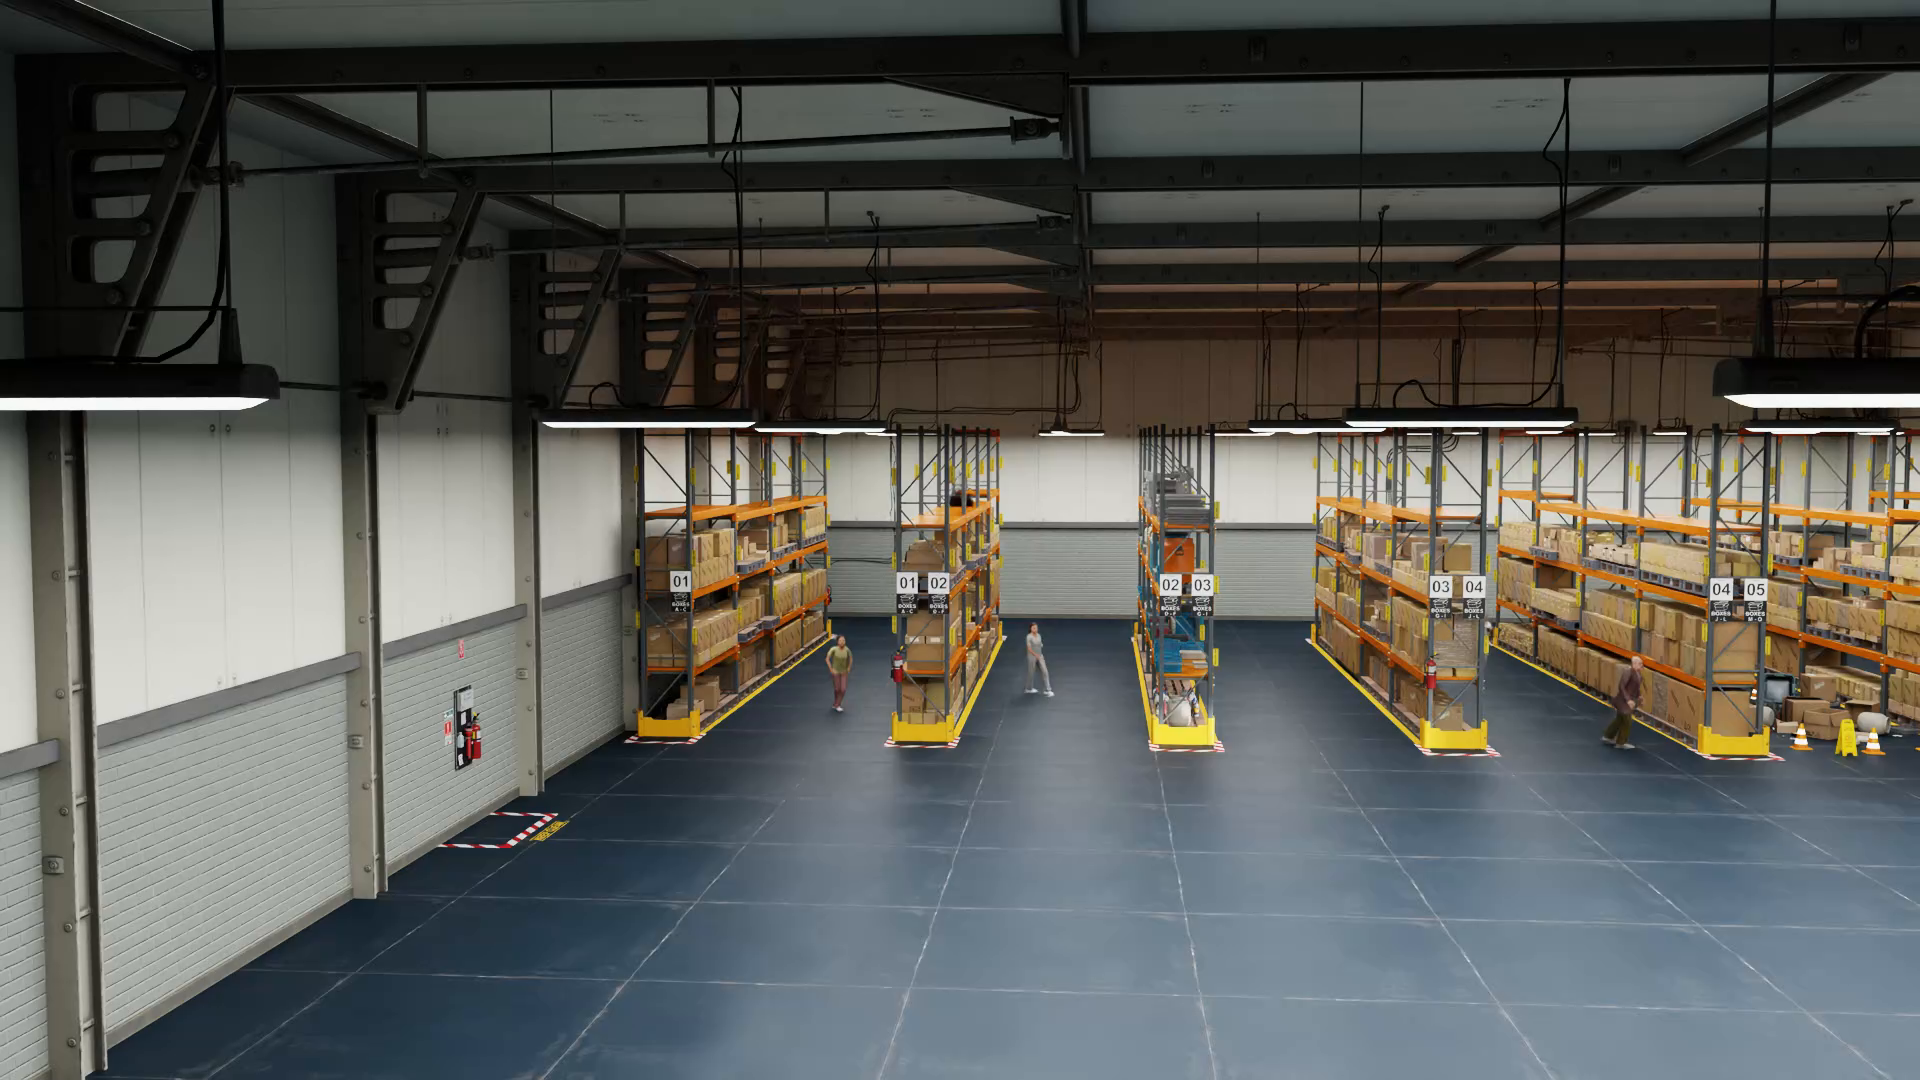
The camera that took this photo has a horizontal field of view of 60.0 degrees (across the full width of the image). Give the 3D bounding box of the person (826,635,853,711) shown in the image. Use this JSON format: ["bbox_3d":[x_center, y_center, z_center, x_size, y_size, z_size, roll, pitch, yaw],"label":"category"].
[{"bbox_3d":[-2.548,2.791,35.100,0.581,1.609,0.557,-1,4,-16],"label":"person"}]

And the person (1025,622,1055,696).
[{"bbox_3d":[1.687,2.622,36.872,0.521,1.620,0.909,-2,4,-32],"label":"person"}]

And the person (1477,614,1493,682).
[{"bbox_3d":[12.342,2.537,39.580,0.601,1.635,0.959,-1,4,-9],"label":"person"}]

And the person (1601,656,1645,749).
[{"bbox_3d":[12.259,2.987,30.788,0.766,1.729,0.721,3,4,38],"label":"person"}]
